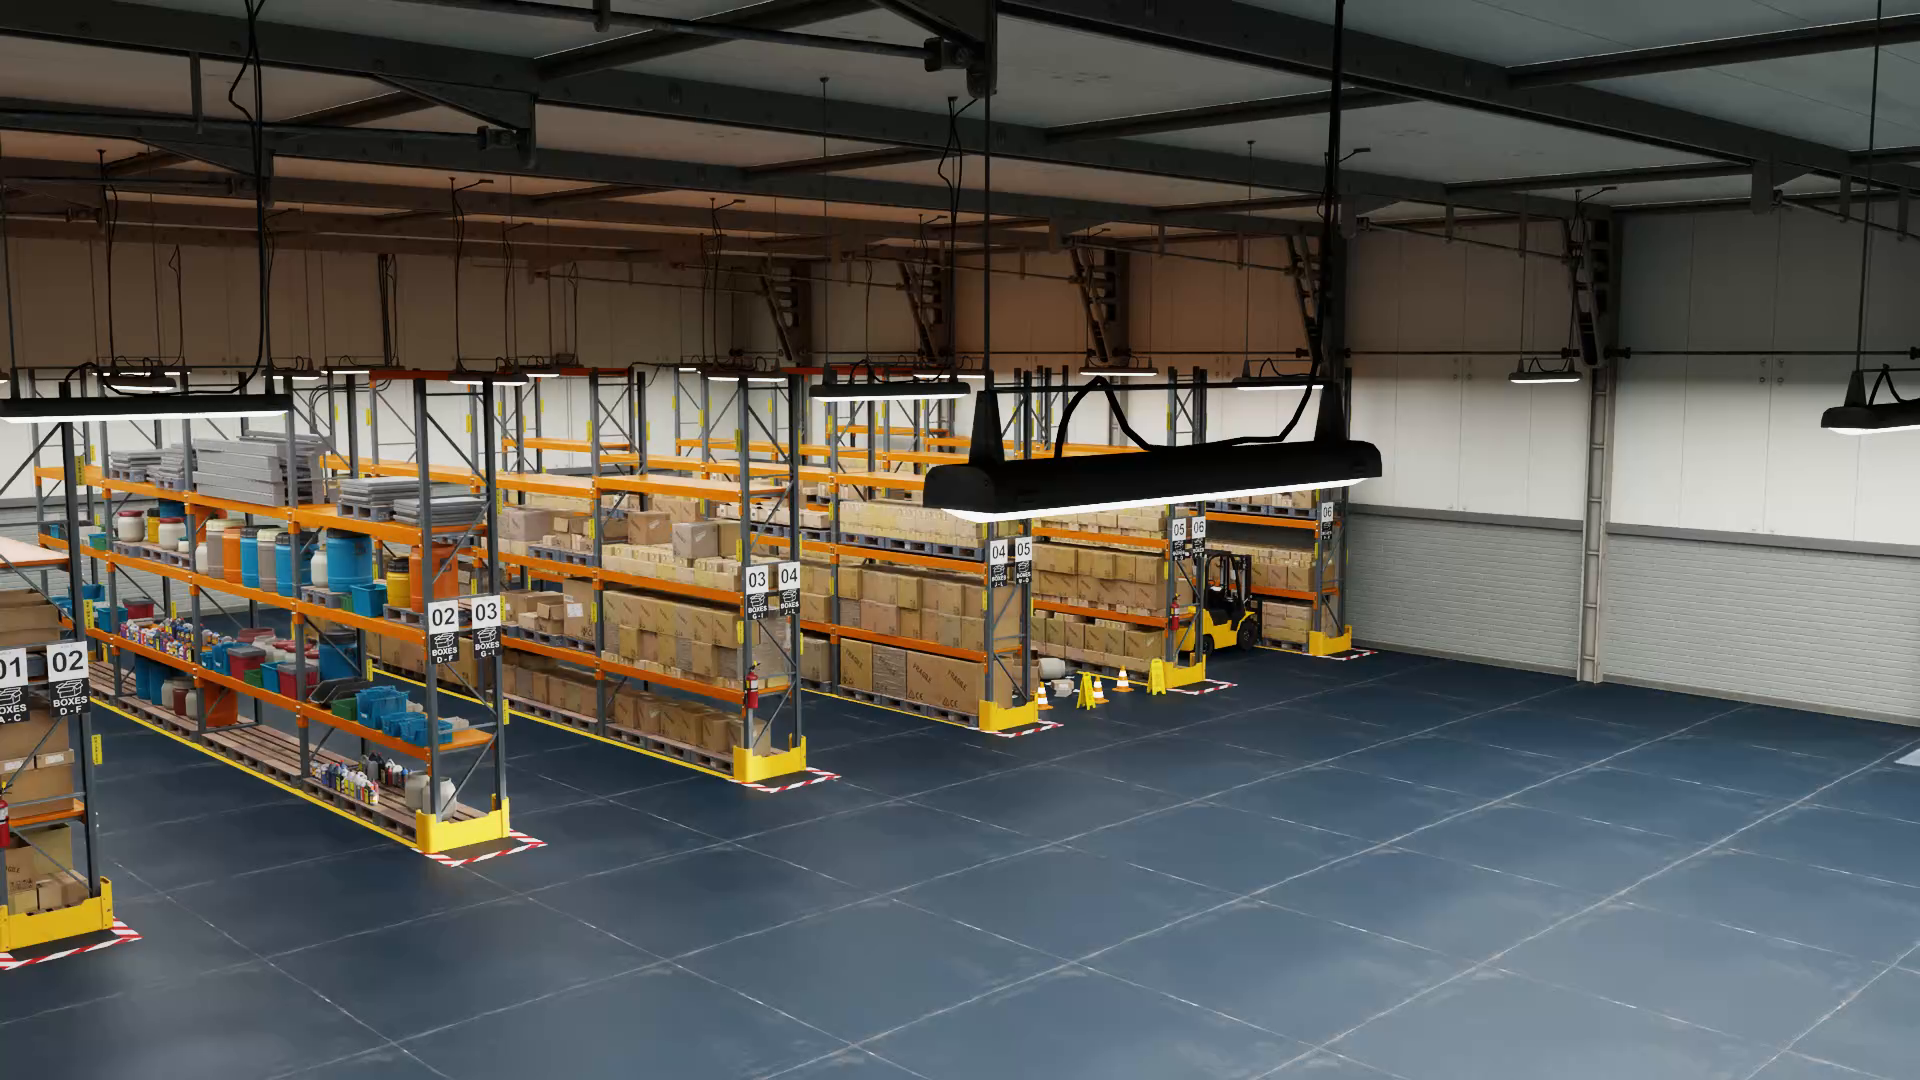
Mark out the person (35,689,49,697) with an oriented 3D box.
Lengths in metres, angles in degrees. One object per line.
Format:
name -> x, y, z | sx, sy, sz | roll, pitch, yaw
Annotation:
person -> -15.018, 2.424, 27.005 | 0.858, 1.827, 0.687 | 5, 8, 39

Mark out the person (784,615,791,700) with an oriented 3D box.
person -> -3.207, 2.096, 30.319 | 0.791, 1.691, 0.578 | 5, 8, 38

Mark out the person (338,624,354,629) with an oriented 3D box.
person -> -10.629, 2.240, 28.884 | 0.774, 1.700, 0.620 | 5, 8, 39
